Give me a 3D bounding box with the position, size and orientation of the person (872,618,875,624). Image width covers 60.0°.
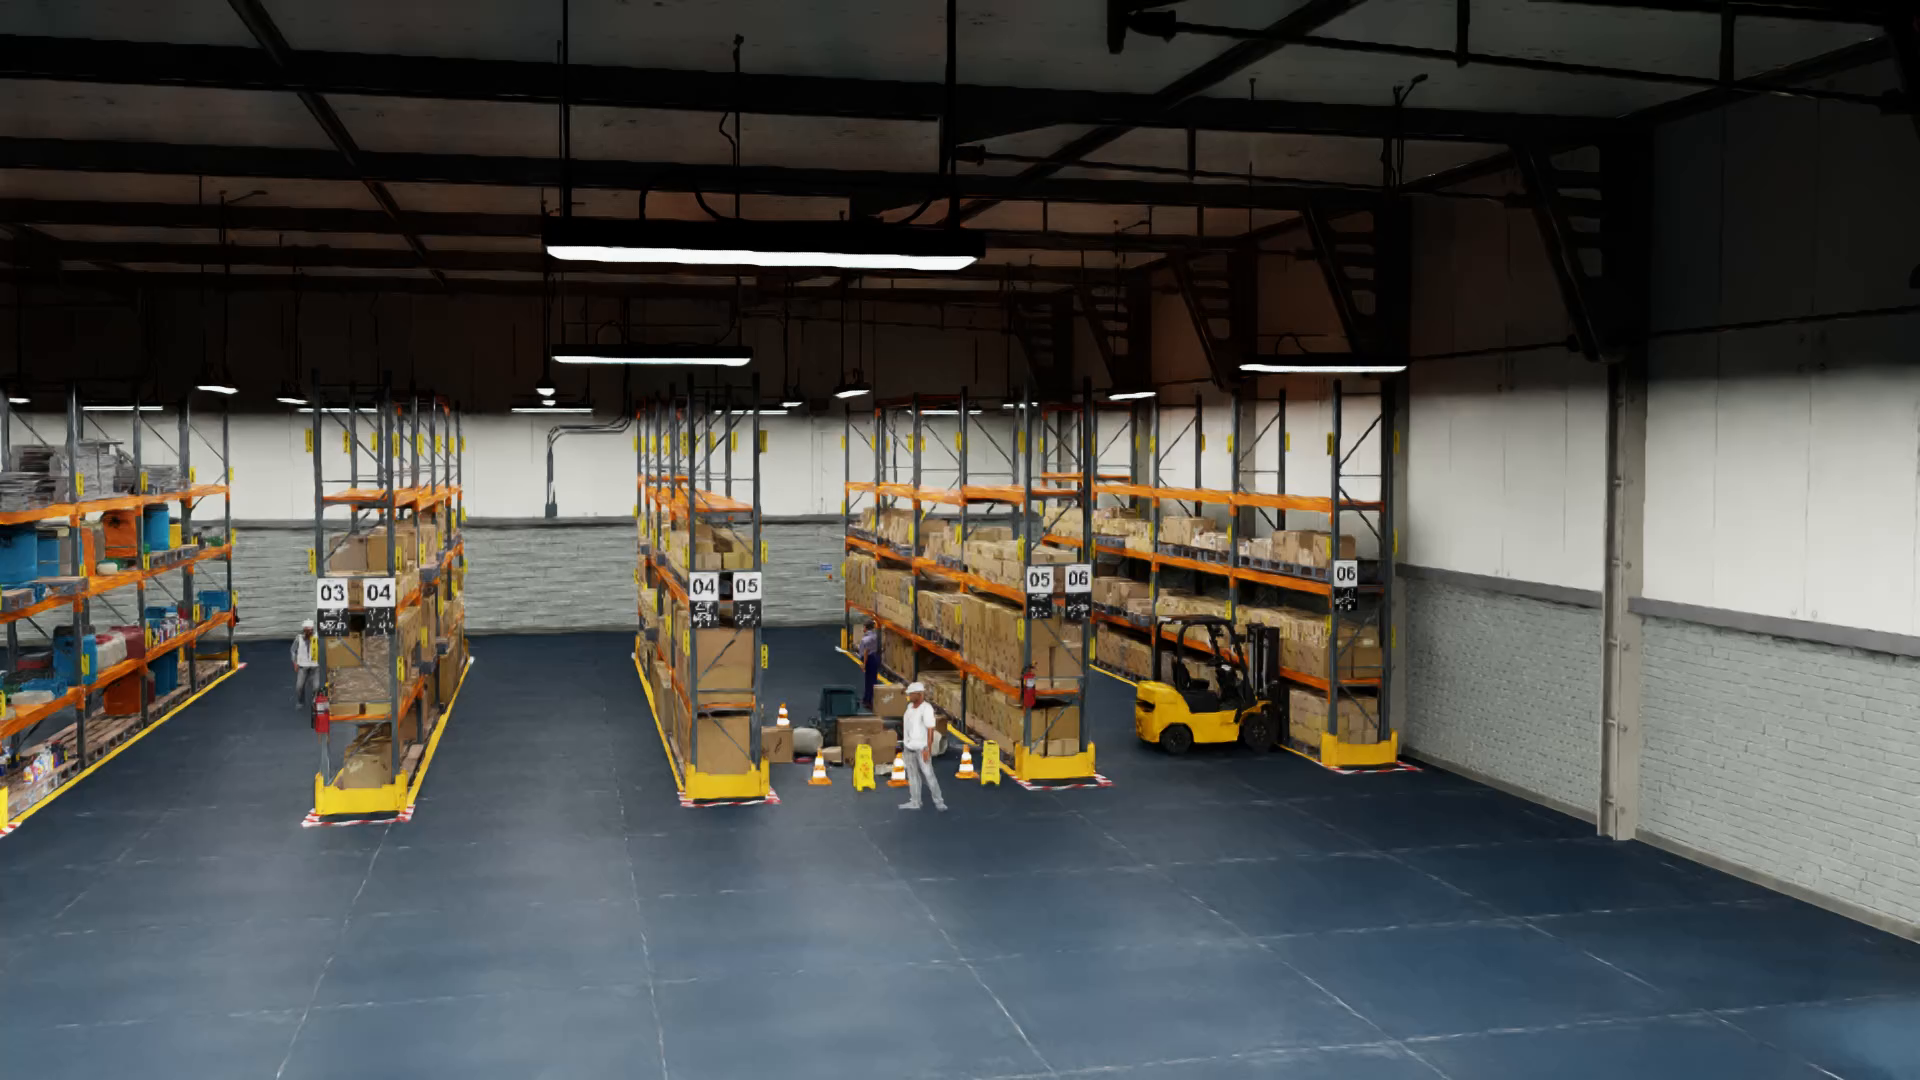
[{"bbox_3d":[-2.288,1.565,43.941,0.695,1.763,0.540,3,4,39],"label":"person"}]

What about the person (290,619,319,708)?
[{"bbox_3d":[-12.256,2.338,31.333,0.677,1.726,0.574,-1,3,-16],"label":"person"}]

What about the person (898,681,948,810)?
[{"bbox_3d":[-0.506,2.816,22.742,0.475,1.764,0.747,-3,4,-42],"label":"person"}]

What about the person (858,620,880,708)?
[{"bbox_3d":[-1.748,2.361,31.621,0.552,1.607,0.583,1,3,9],"label":"person"}]
